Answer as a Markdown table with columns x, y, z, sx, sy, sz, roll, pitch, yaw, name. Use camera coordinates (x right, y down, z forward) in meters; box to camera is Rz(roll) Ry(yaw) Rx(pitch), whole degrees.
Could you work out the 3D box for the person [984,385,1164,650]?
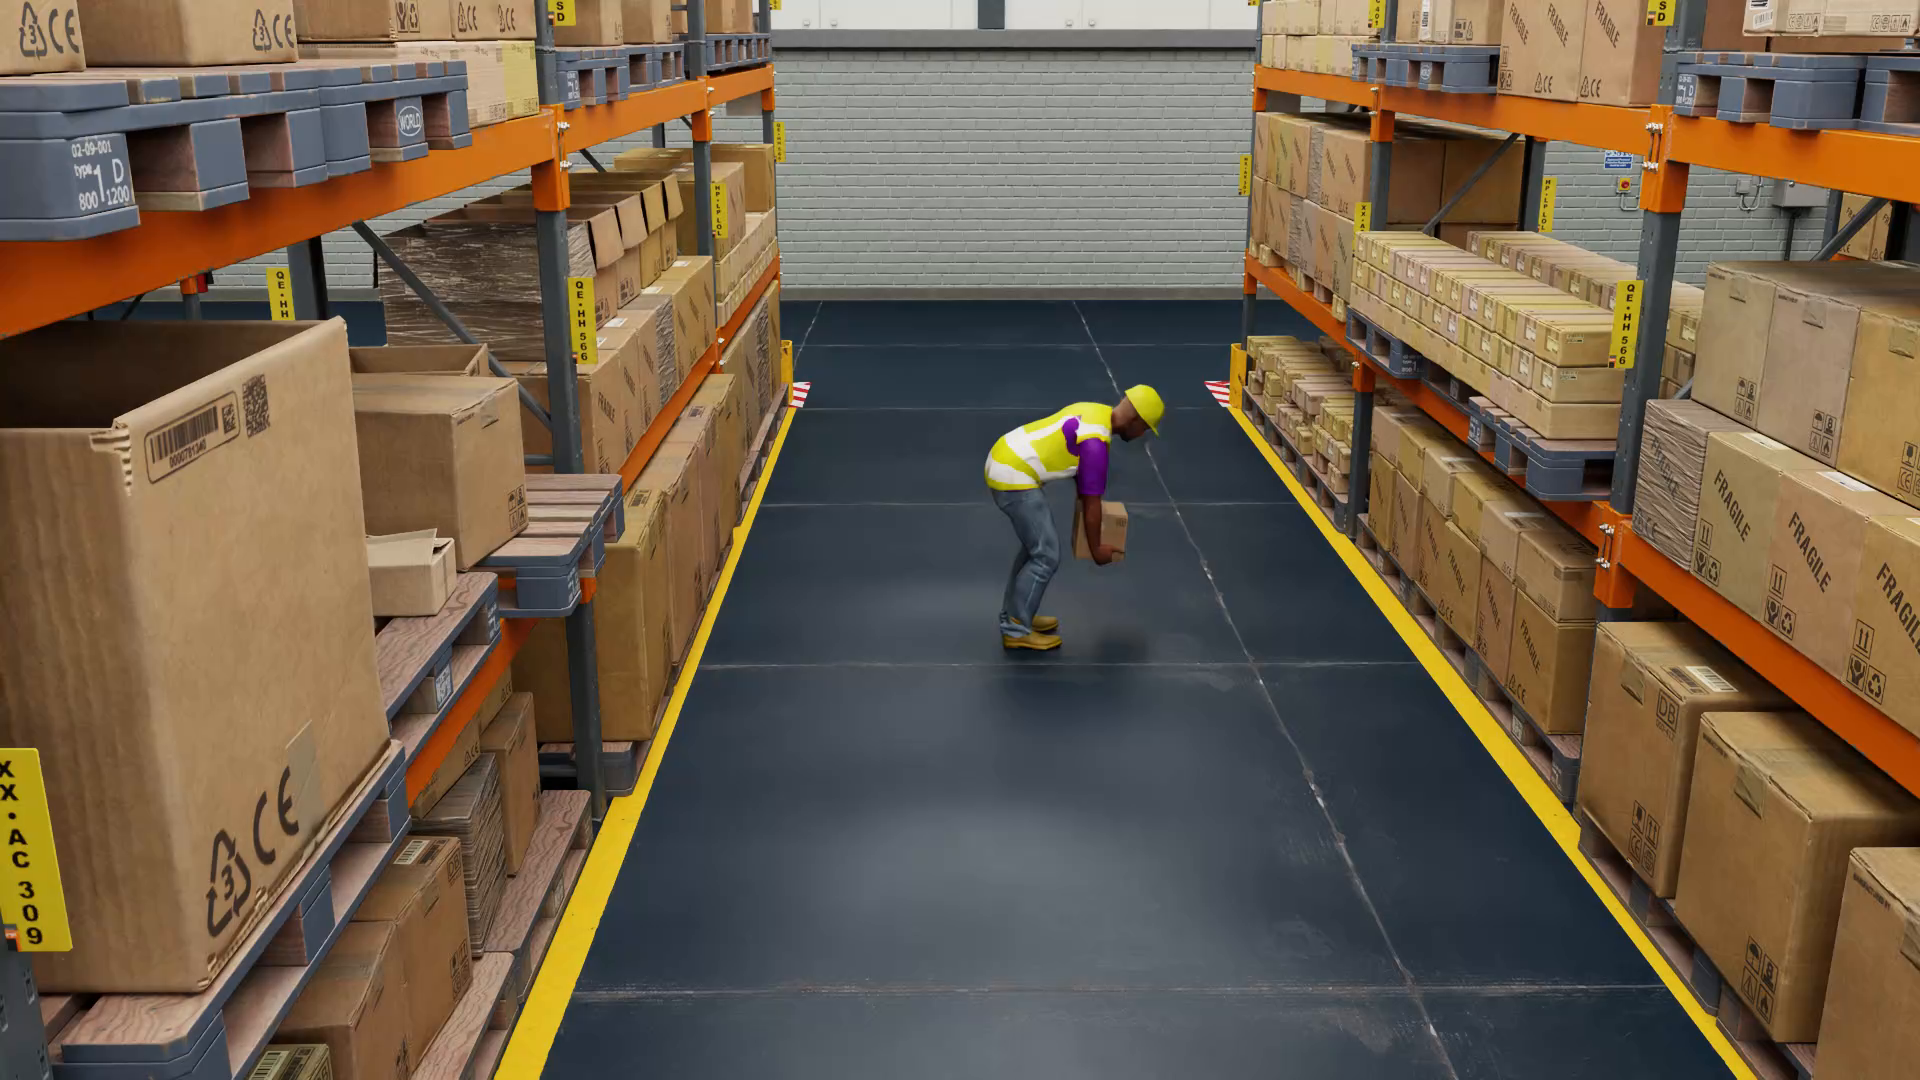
| x | y | z | sx | sy | sz | roll | pitch | yaw | name |
| --- | --- | --- | --- | --- | --- | --- | --- | --- | --- |
| 0.584 | -0.136 | 8.646 | 0.918 | 1.355 | 0.475 | -1 | 17 | -2 | person |
